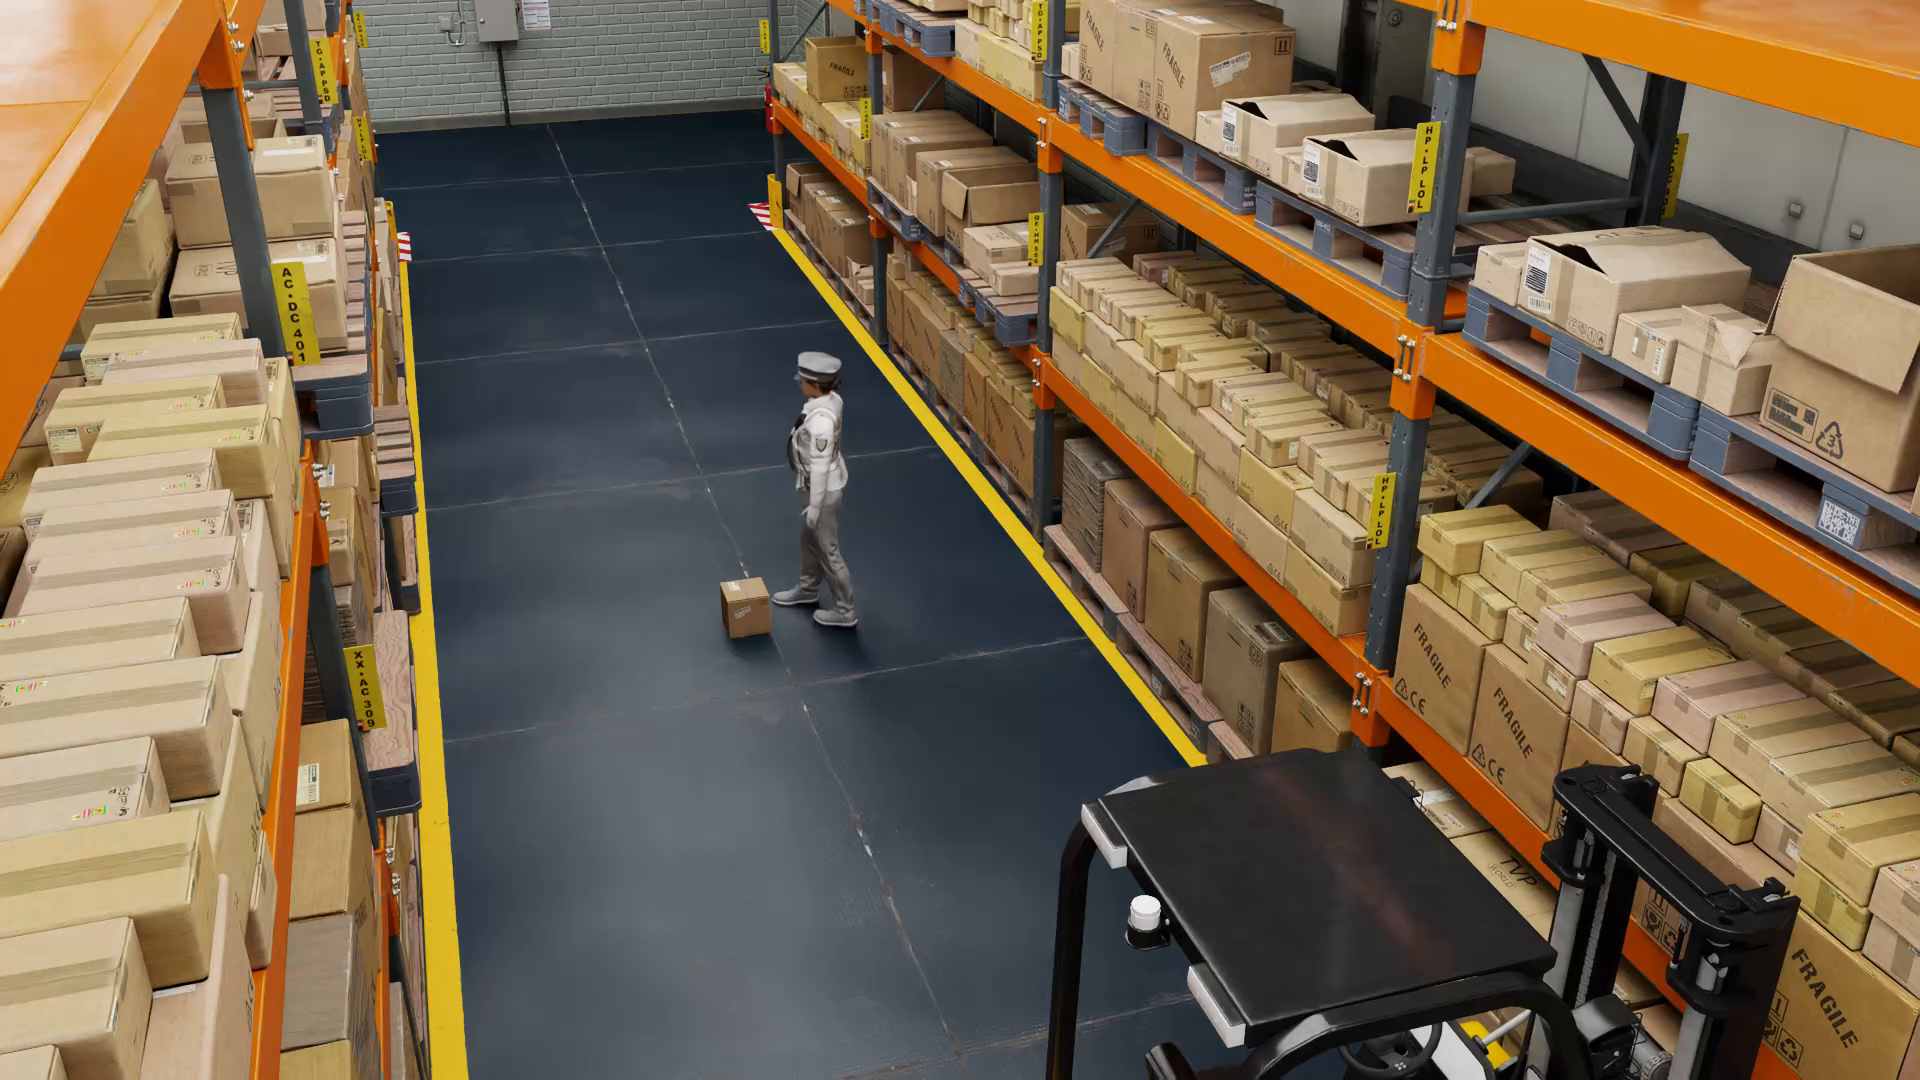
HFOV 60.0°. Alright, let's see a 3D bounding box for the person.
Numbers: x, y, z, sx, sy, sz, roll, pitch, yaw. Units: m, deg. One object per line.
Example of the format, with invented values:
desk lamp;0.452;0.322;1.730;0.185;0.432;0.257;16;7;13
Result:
person;-0.883;-0.297;9.688;0.557;1.670;0.500;1;27;3
